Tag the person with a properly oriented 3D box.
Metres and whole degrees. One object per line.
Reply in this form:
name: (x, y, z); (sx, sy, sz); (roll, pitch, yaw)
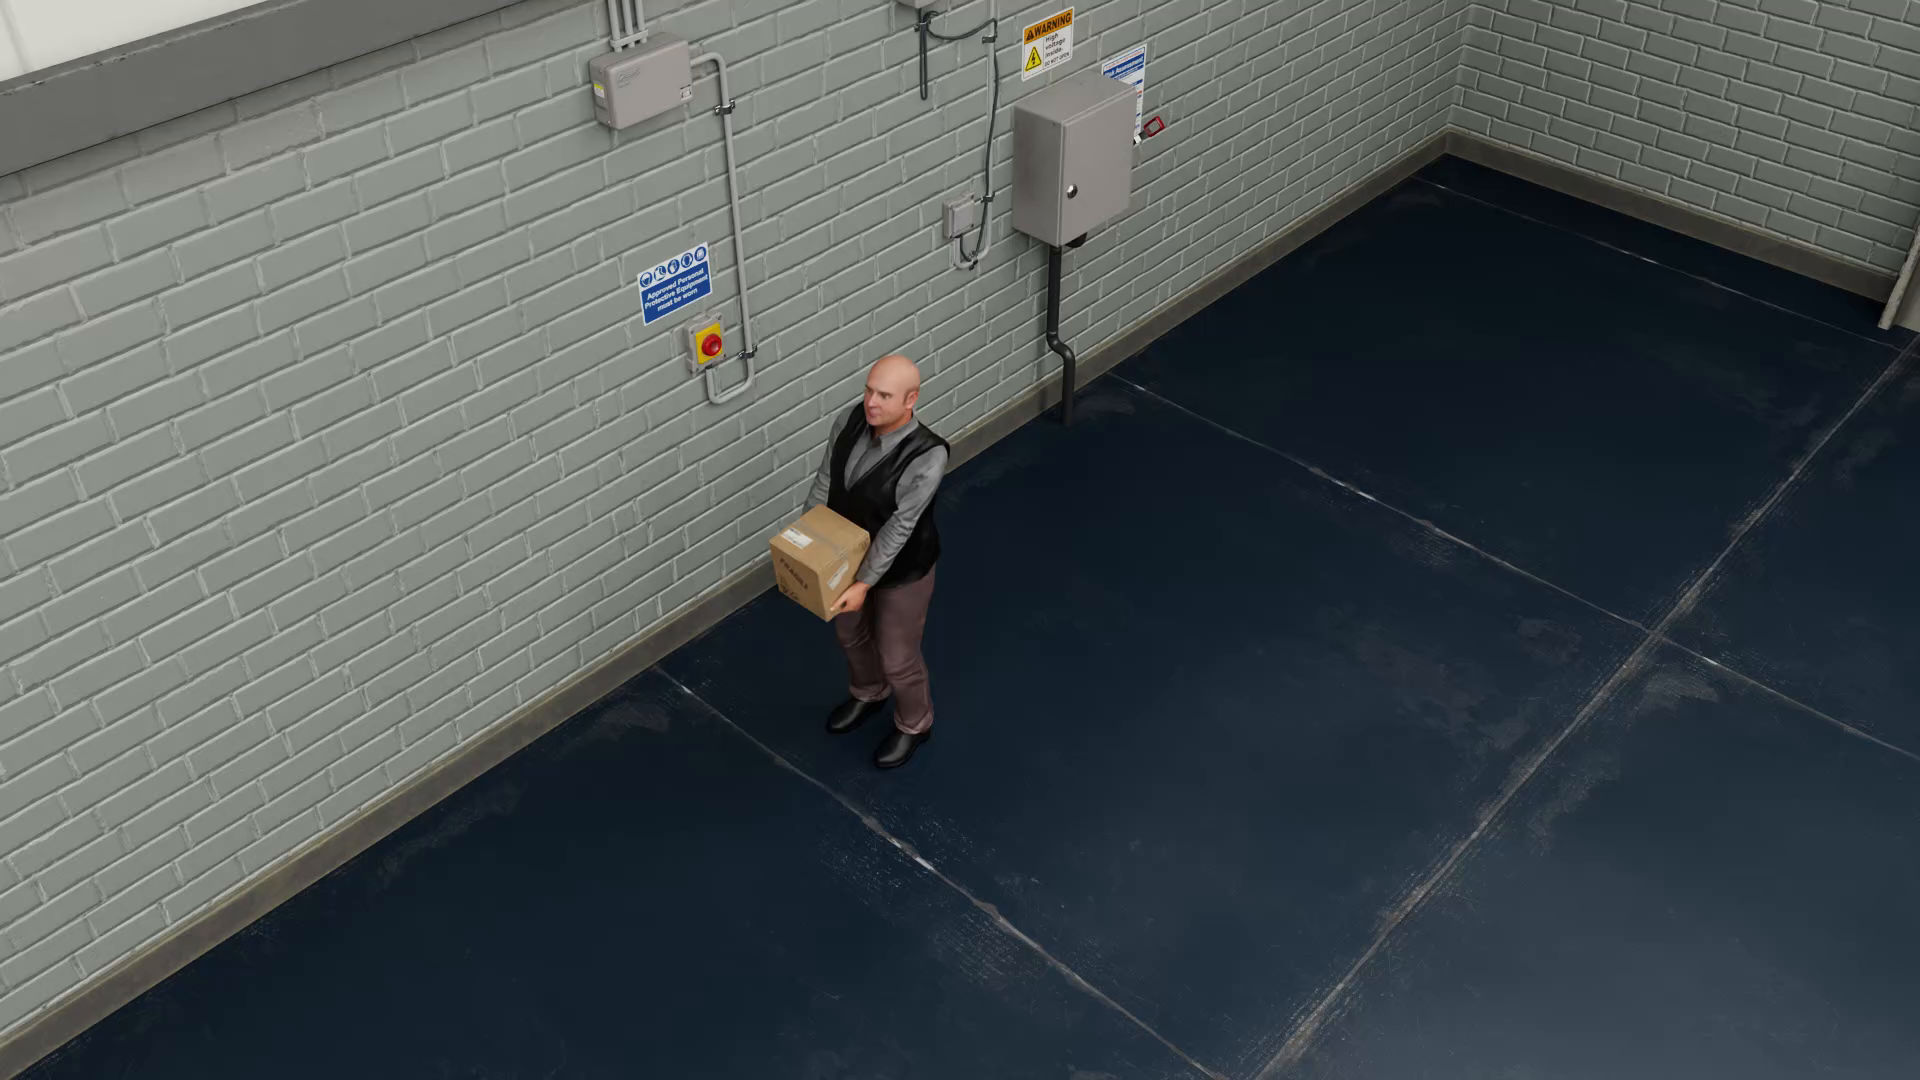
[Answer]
person: (-0.339, 0.129, 6.023); (0.494, 1.711, 0.560); (30, 48, 32)
